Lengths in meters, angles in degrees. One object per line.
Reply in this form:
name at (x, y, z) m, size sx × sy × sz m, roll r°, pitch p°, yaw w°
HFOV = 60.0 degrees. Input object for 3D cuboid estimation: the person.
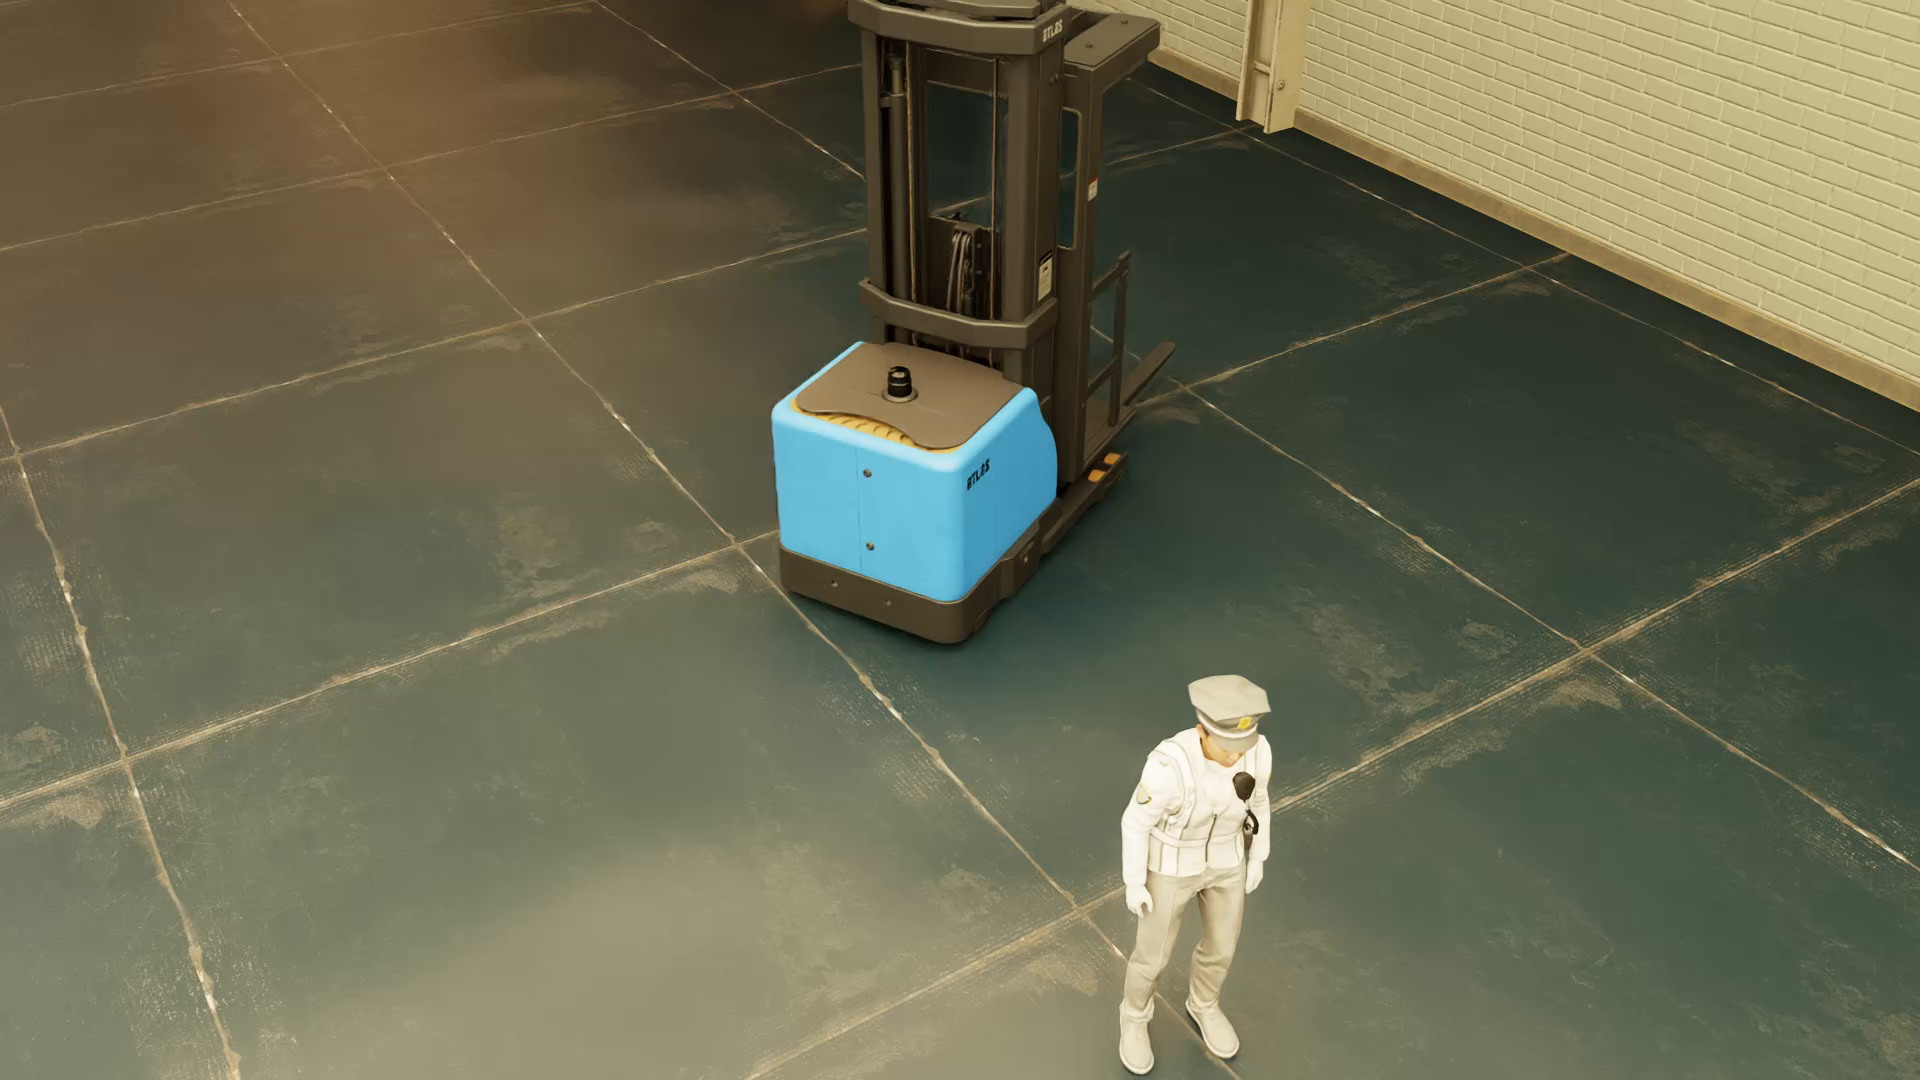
person at (0.804, 1.122, 5.659) m, size 0.530 × 1.664 × 0.371 m, roll -8°, pitch 36°, yaw -12°

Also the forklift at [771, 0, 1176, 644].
forklift at (0.265, -1.533, 8.329) m, size 1.130 × 2.935 × 3.031 m, roll 18°, pitch 39°, yaw 24°
